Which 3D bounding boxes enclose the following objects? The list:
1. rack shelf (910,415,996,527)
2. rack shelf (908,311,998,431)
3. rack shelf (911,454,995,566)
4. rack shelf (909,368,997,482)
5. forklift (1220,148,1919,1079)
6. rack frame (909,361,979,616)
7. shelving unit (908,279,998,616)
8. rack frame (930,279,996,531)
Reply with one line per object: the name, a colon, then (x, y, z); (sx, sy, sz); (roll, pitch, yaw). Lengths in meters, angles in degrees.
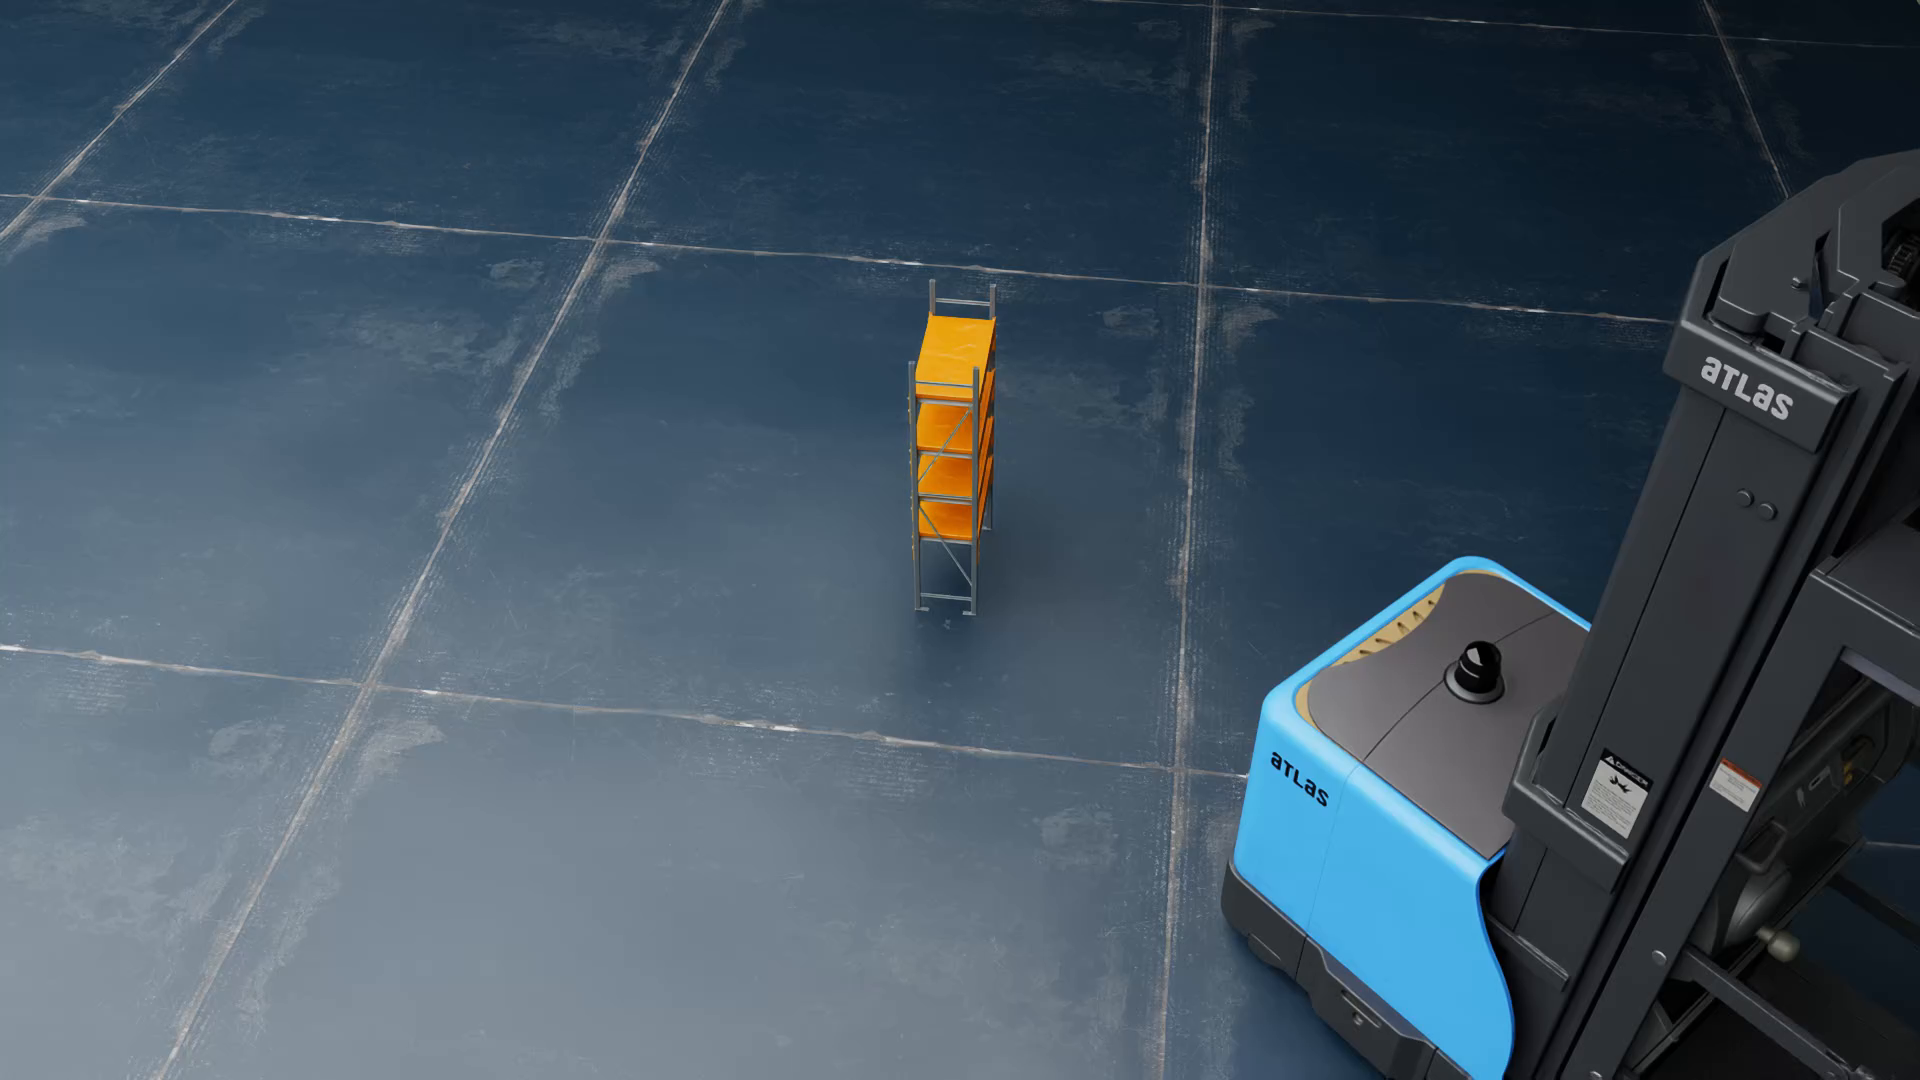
rack shelf: (-0.022, -0.274, 6.265); (0.258, 0.148, 0.480); (5, 44, 6)
rack shelf: (-0.022, -0.608, 5.948); (0.258, 0.148, 0.480); (5, 44, 6)
rack shelf: (-0.022, -0.130, 6.401); (0.258, 0.148, 0.480); (5, 44, 6)
rack shelf: (-0.022, -0.436, 6.111); (0.258, 0.148, 0.480); (5, 44, 6)
forklift: (2.177, 0.729, 3.849); (1.130, 2.935, 3.031); (-30, 51, -28)
rack frame: (-0.054, -0.157, 6.043); (0.240, 1.200, 0.015); (5, 44, 6)
shelving unit: (-0.022, -0.323, 6.218); (0.258, 1.200, 0.503); (5, 44, 6)
rack frame: (0.010, -0.489, 6.394); (0.240, 1.200, 0.015); (5, 44, 6)
